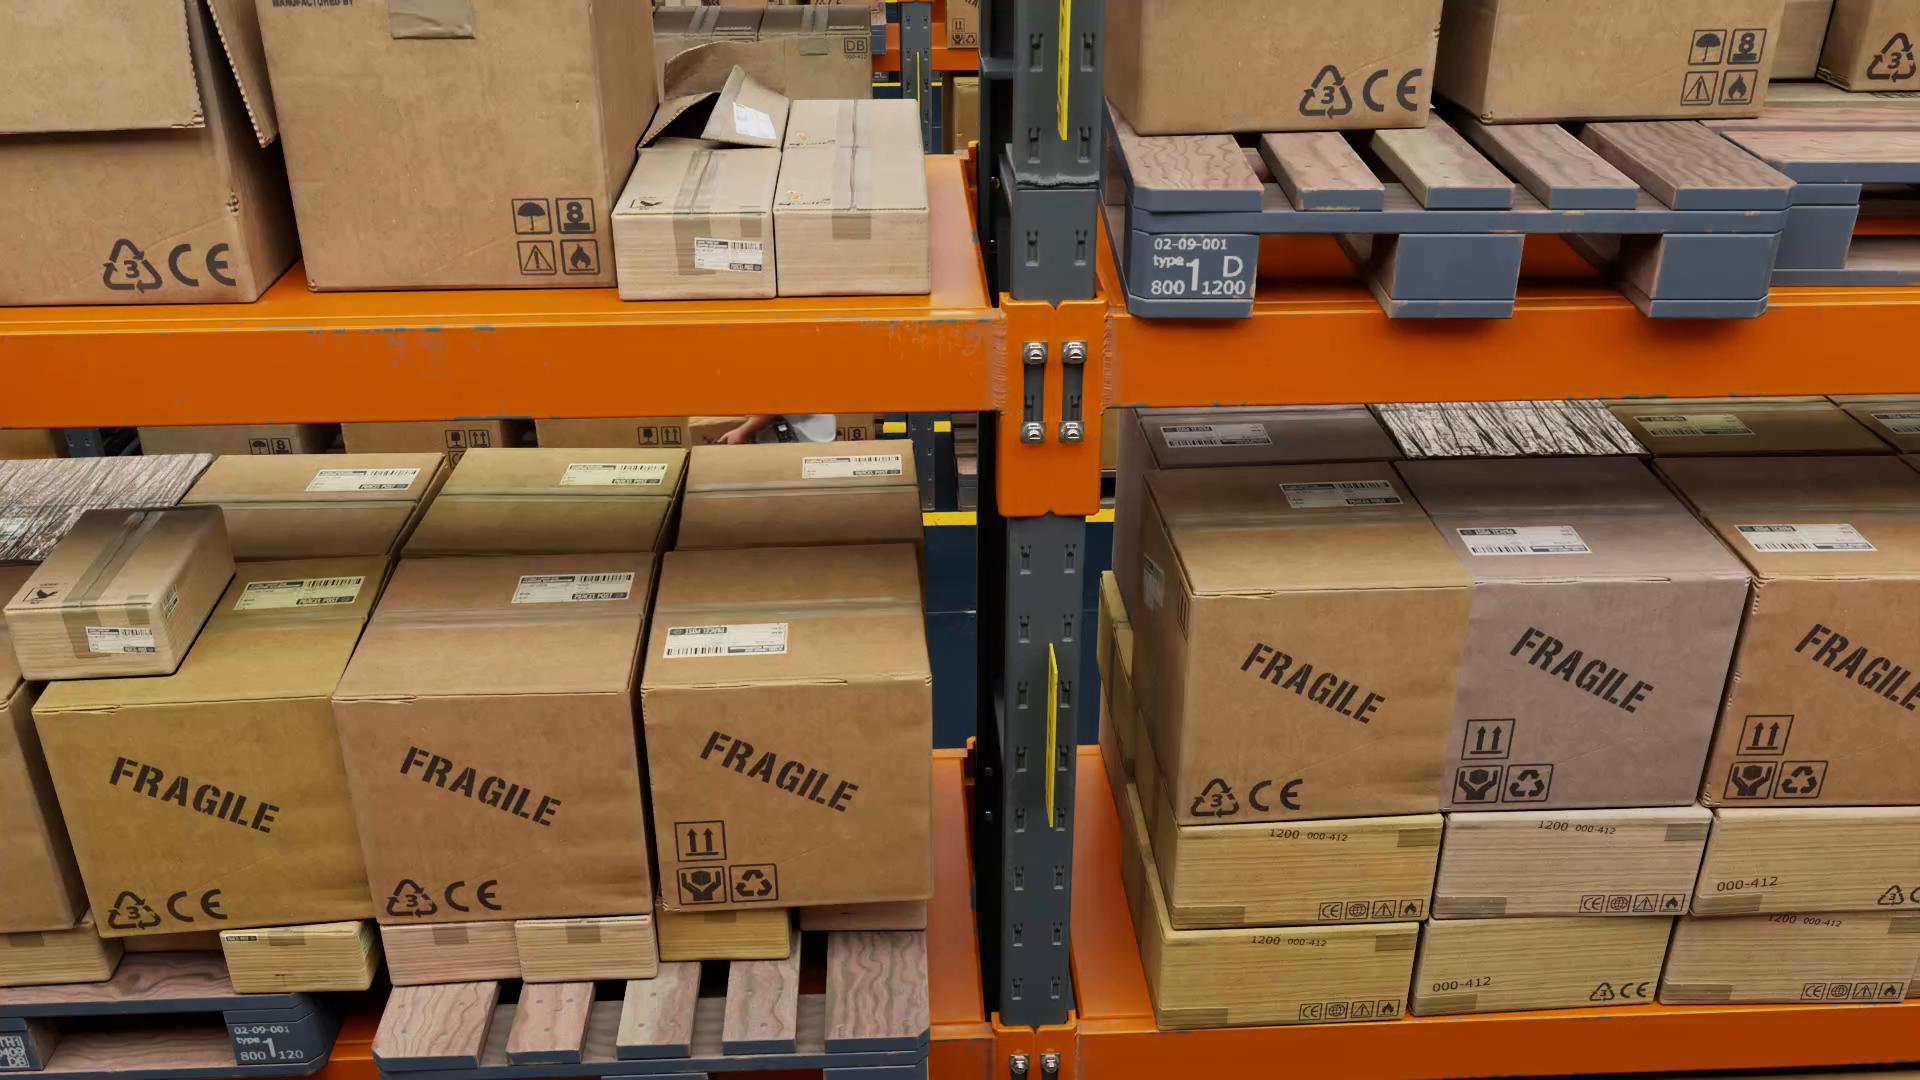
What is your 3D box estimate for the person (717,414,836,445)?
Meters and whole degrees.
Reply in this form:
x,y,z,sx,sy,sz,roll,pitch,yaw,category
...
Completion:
x,y,z,sx,sy,sz,roll,pitch,yaw,category
-0.767,-0.473,7.001,0.491,1.770,0.533,-2,27,-3,person
